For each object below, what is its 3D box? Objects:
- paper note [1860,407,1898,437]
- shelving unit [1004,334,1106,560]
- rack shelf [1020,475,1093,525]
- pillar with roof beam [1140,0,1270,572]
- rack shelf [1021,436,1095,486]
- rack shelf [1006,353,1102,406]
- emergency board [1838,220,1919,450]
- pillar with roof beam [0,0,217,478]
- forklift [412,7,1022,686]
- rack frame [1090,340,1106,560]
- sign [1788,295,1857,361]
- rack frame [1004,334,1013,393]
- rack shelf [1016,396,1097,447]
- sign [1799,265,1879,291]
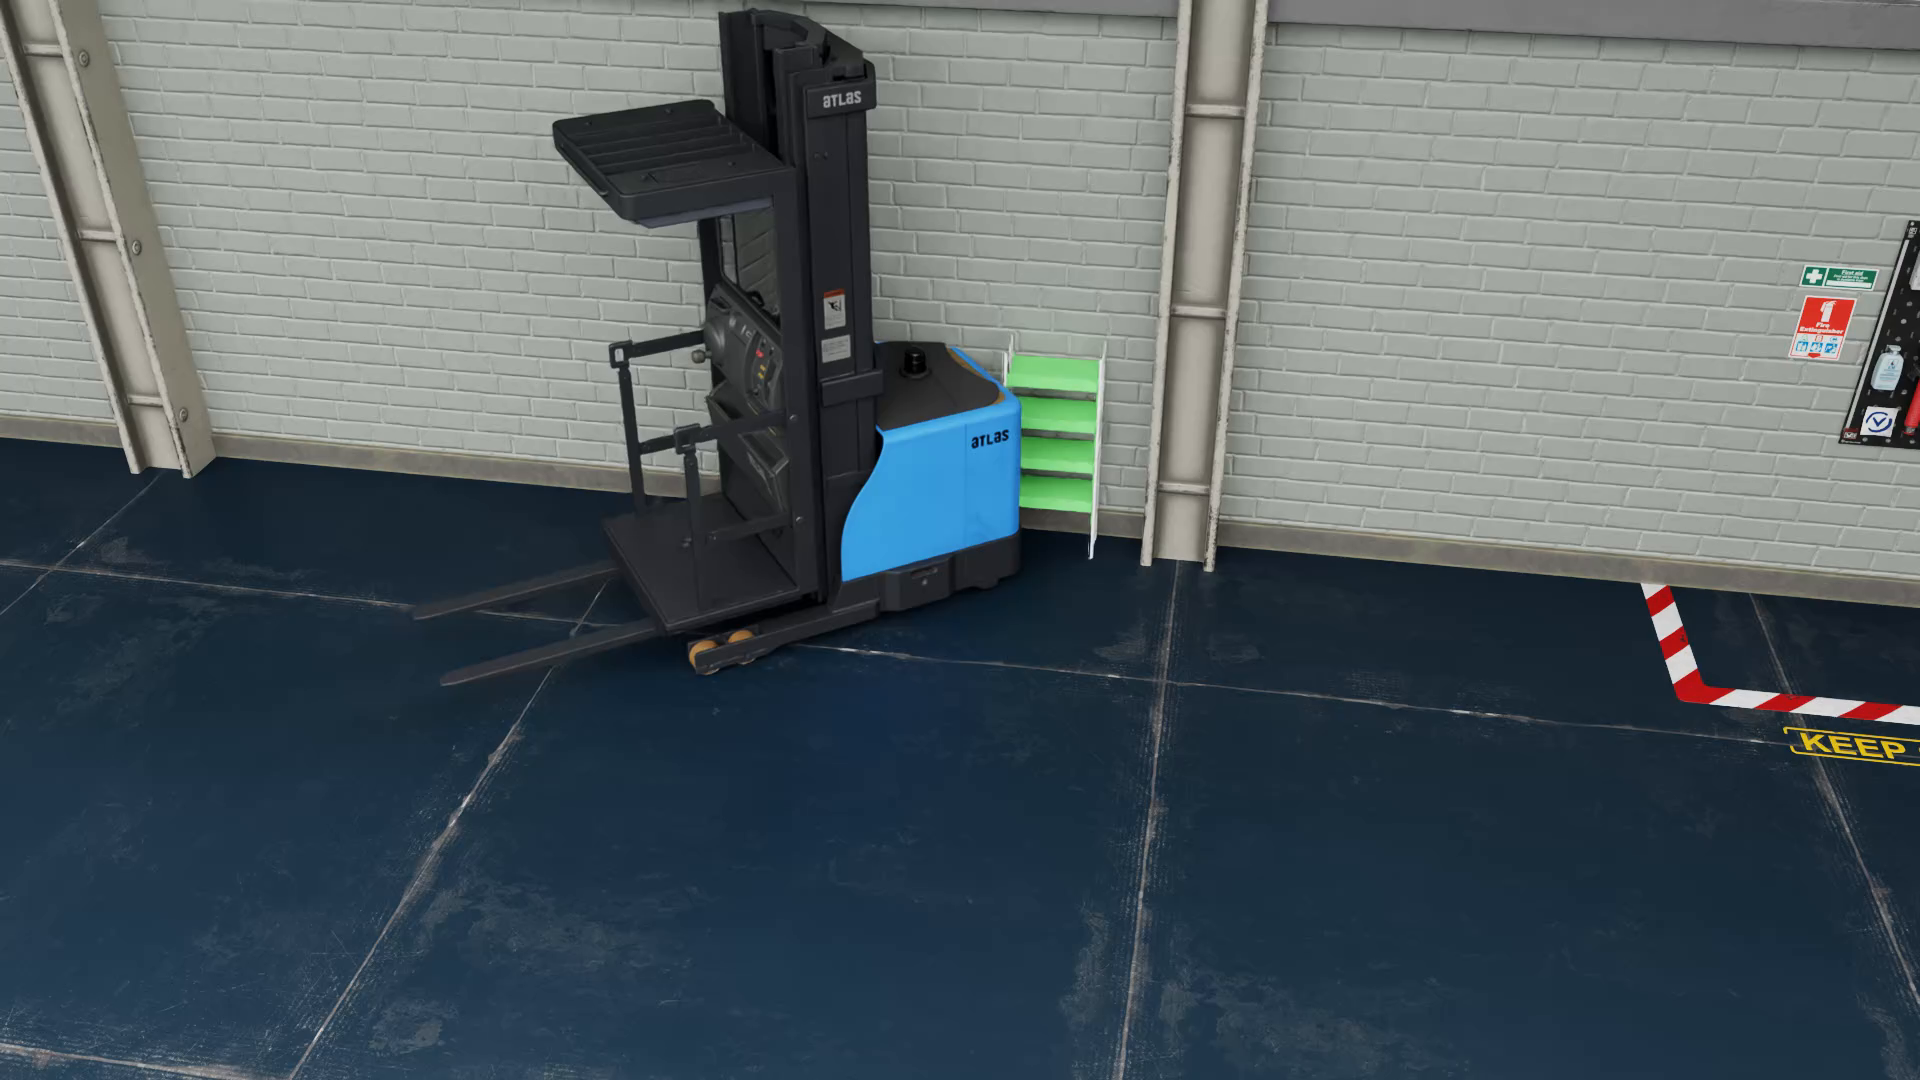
[{"bbox_3d":[4.523,-0.582,8.182,0.142,0.148,0.016,5,32,8],"label":"paper note"},{"bbox_3d":[0.494,-0.486,8.894,0.503,1.200,0.258,5,32,8],"label":"shelving unit"},{"bbox_3d":[0.494,-0.228,9.055,0.480,0.148,0.258,5,32,8],"label":"rack shelf"},{"bbox_3d":[0.477,-1.490,3.148,0.400,9.000,9.100,5,32,8],"label":"pillar with roof beam"},{"bbox_3d":[0.494,-0.431,8.928,0.480,0.148,0.258,5,32,8],"label":"rack shelf"},{"bbox_3d":[0.494,-0.839,8.675,0.480,0.148,0.258,5,32,8],"label":"rack shelf"},{"bbox_3d":[4.681,-0.913,7.882,0.626,1.169,0.157,5,32,8],"label":"emergency board"},{"bbox_3d":[-5.437,-2.025,4.004,0.400,9.000,9.100,5,32,8],"label":"pillar with roof beam"},{"bbox_3d":[-1.223,-0.900,7.925,3.031,2.935,1.130,-15,35,-23],"label":"forklift"},{"bbox_3d":[0.735,-0.465,8.862,0.015,1.200,0.240,5,32,8],"label":"rack frame"},{"bbox_3d":[4.159,-1.022,8.021,0.234,0.329,0.001,5,32,8],"label":"sign"},{"bbox_3d":[0.253,-0.506,8.927,0.015,1.200,0.240,5,32,8],"label":"rack frame"},{"bbox_3d":[0.494,-0.635,8.802,0.480,0.148,0.258,5,32,8],"label":"rack shelf"},{"bbox_3d":[4.162,-1.241,7.873,0.331,0.109,0.001,5,32,8],"label":"sign"}]
